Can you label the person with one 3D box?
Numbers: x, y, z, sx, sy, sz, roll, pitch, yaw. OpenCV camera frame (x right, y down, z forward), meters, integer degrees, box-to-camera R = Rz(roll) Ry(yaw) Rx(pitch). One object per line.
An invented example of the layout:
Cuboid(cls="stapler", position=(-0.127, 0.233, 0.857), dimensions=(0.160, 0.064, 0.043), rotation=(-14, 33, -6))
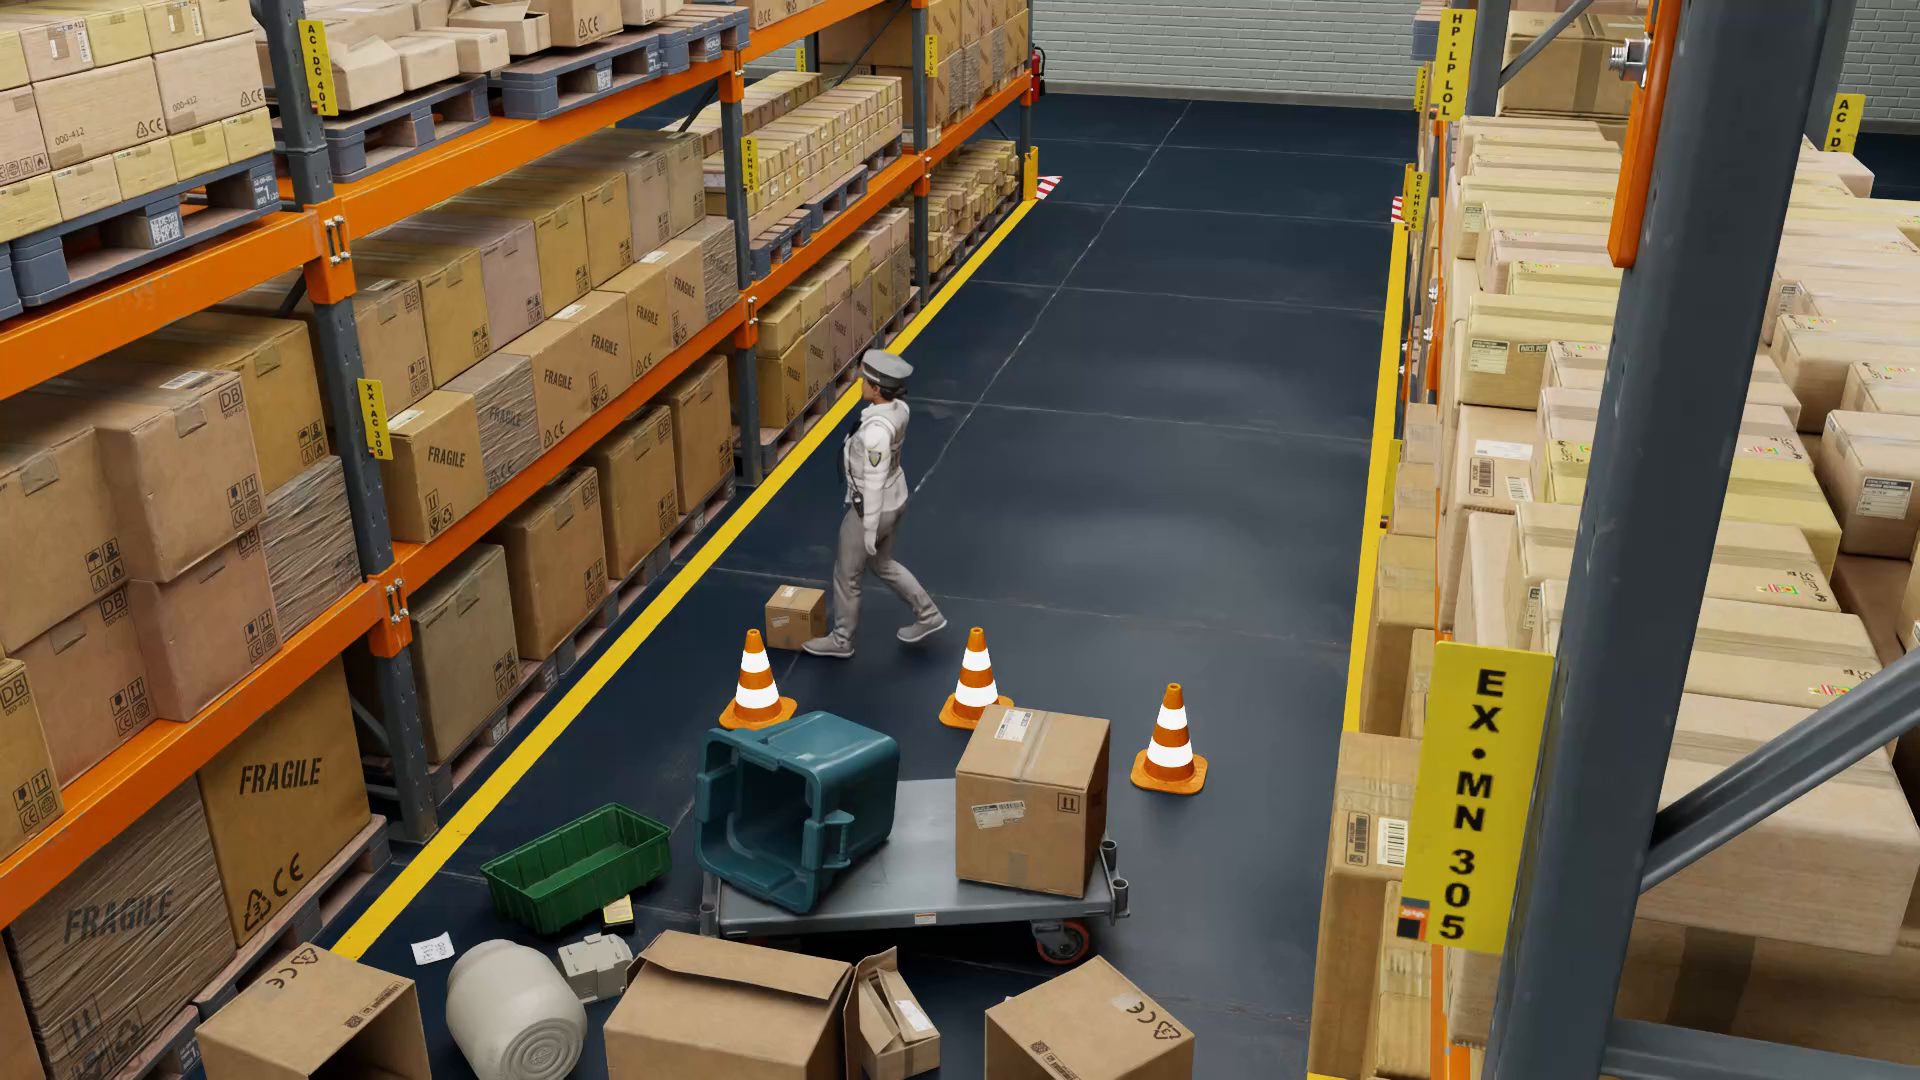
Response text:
Cuboid(cls="person", position=(-0.452, -0.178, 8.460), dimensions=(0.739, 1.659, 0.492), rotation=(7, 26, 13))
